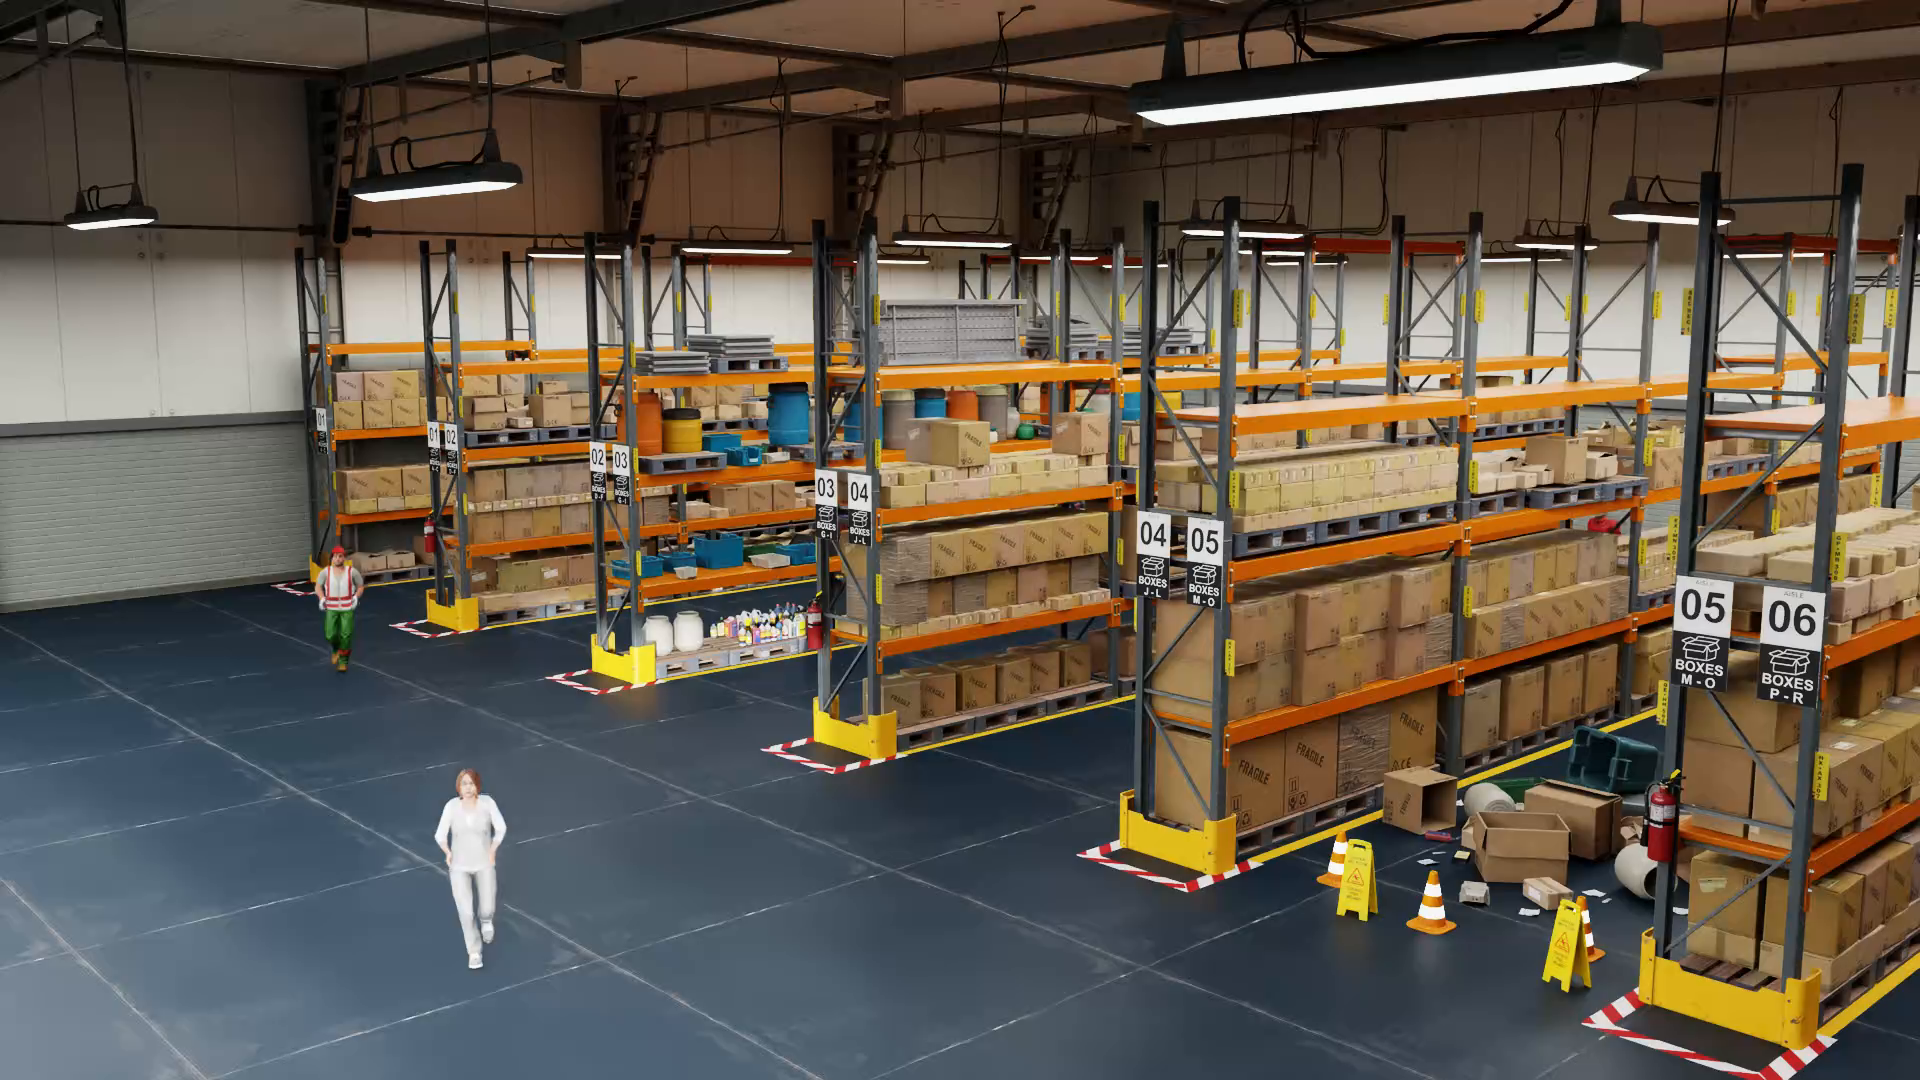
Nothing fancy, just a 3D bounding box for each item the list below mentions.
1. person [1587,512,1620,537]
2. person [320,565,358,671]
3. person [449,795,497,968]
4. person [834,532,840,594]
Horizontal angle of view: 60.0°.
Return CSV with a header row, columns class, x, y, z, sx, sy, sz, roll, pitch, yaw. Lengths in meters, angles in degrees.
class,x,y,z,sx,sy,sz,roll,pitch,yaw
person,10.639,0.285,27.609,0.805,1.791,0.660,-8,11,-43
person,-8.538,1.072,22.903,0.503,1.502,0.581,-2,9,-16
person,-3.788,2.630,12.940,0.348,1.328,0.502,-2,9,-15
person,-2.116,0.163,26.806,0.576,1.629,0.500,8,12,43
